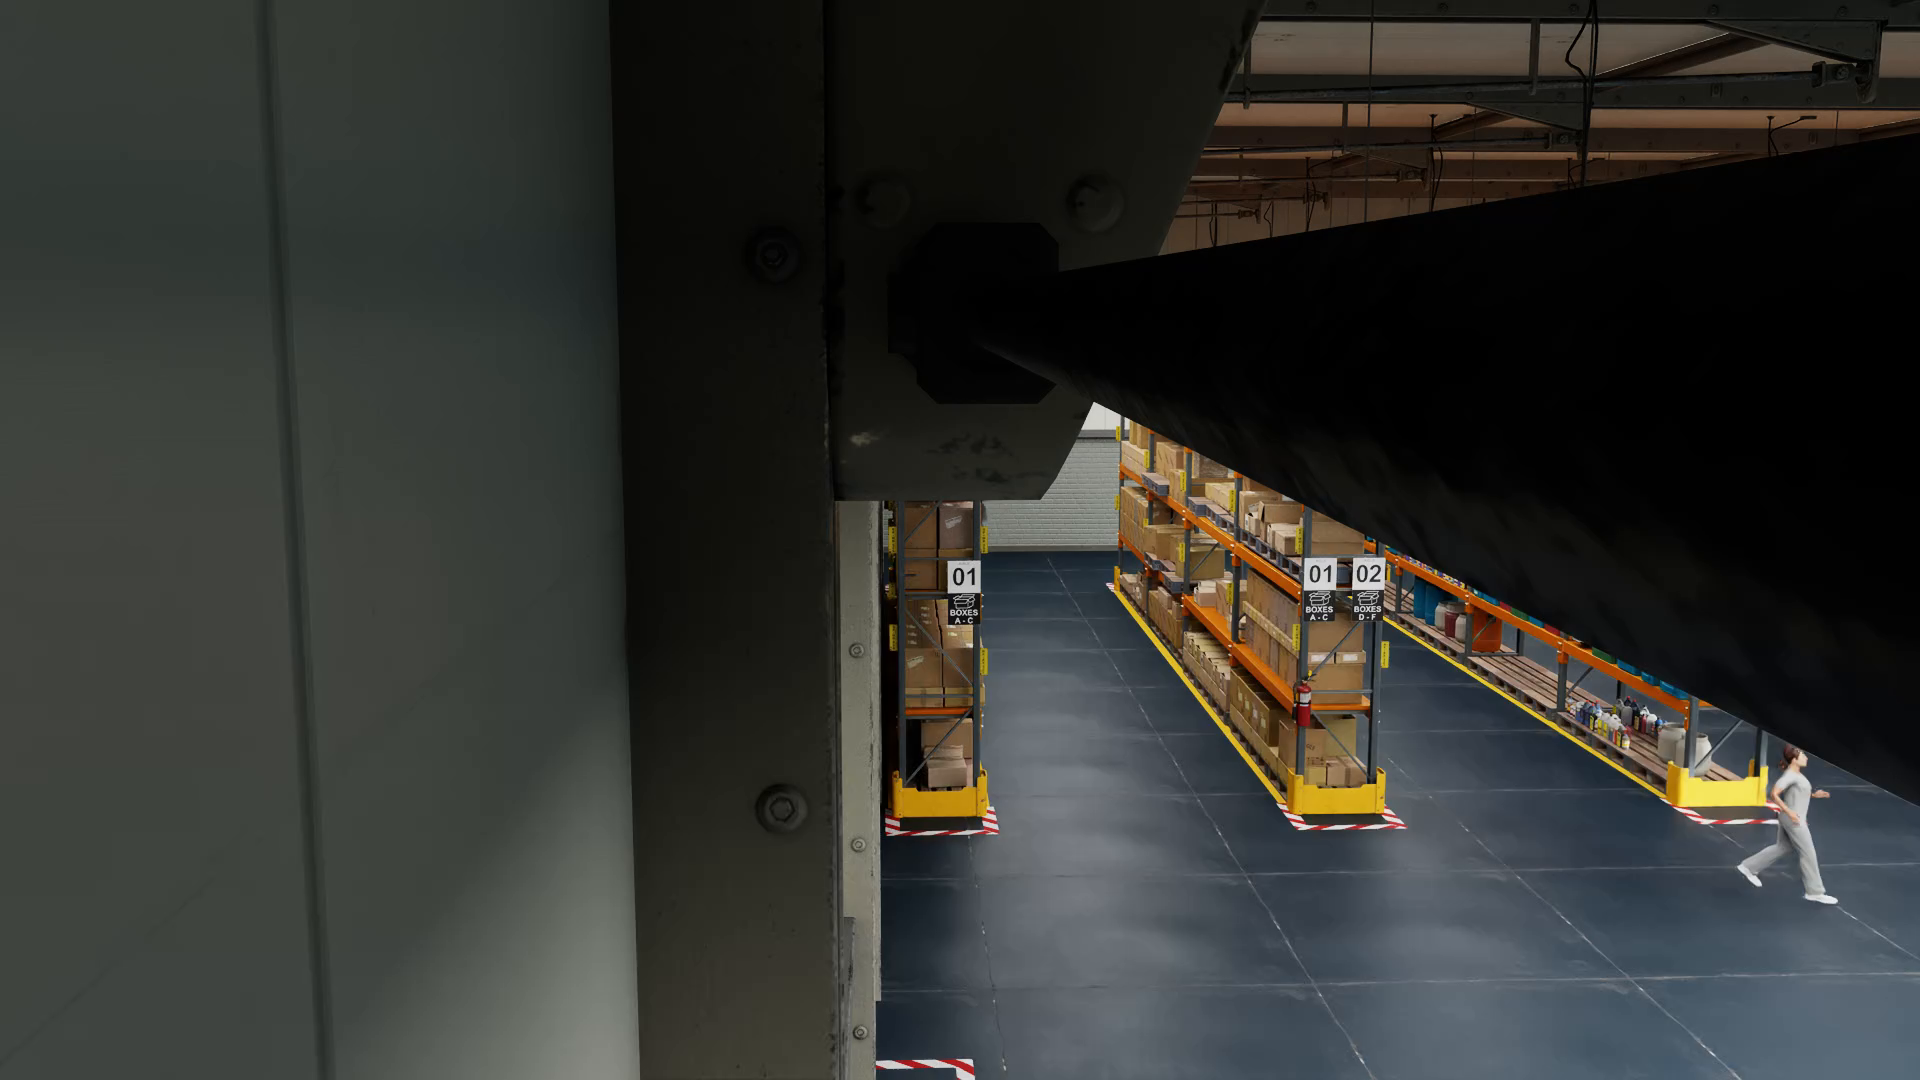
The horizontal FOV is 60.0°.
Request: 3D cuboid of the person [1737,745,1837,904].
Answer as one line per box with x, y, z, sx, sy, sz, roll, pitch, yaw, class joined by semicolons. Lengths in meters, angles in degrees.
8.784;2.967;17.570;0.970;1.651;0.565;4;9;23;person
